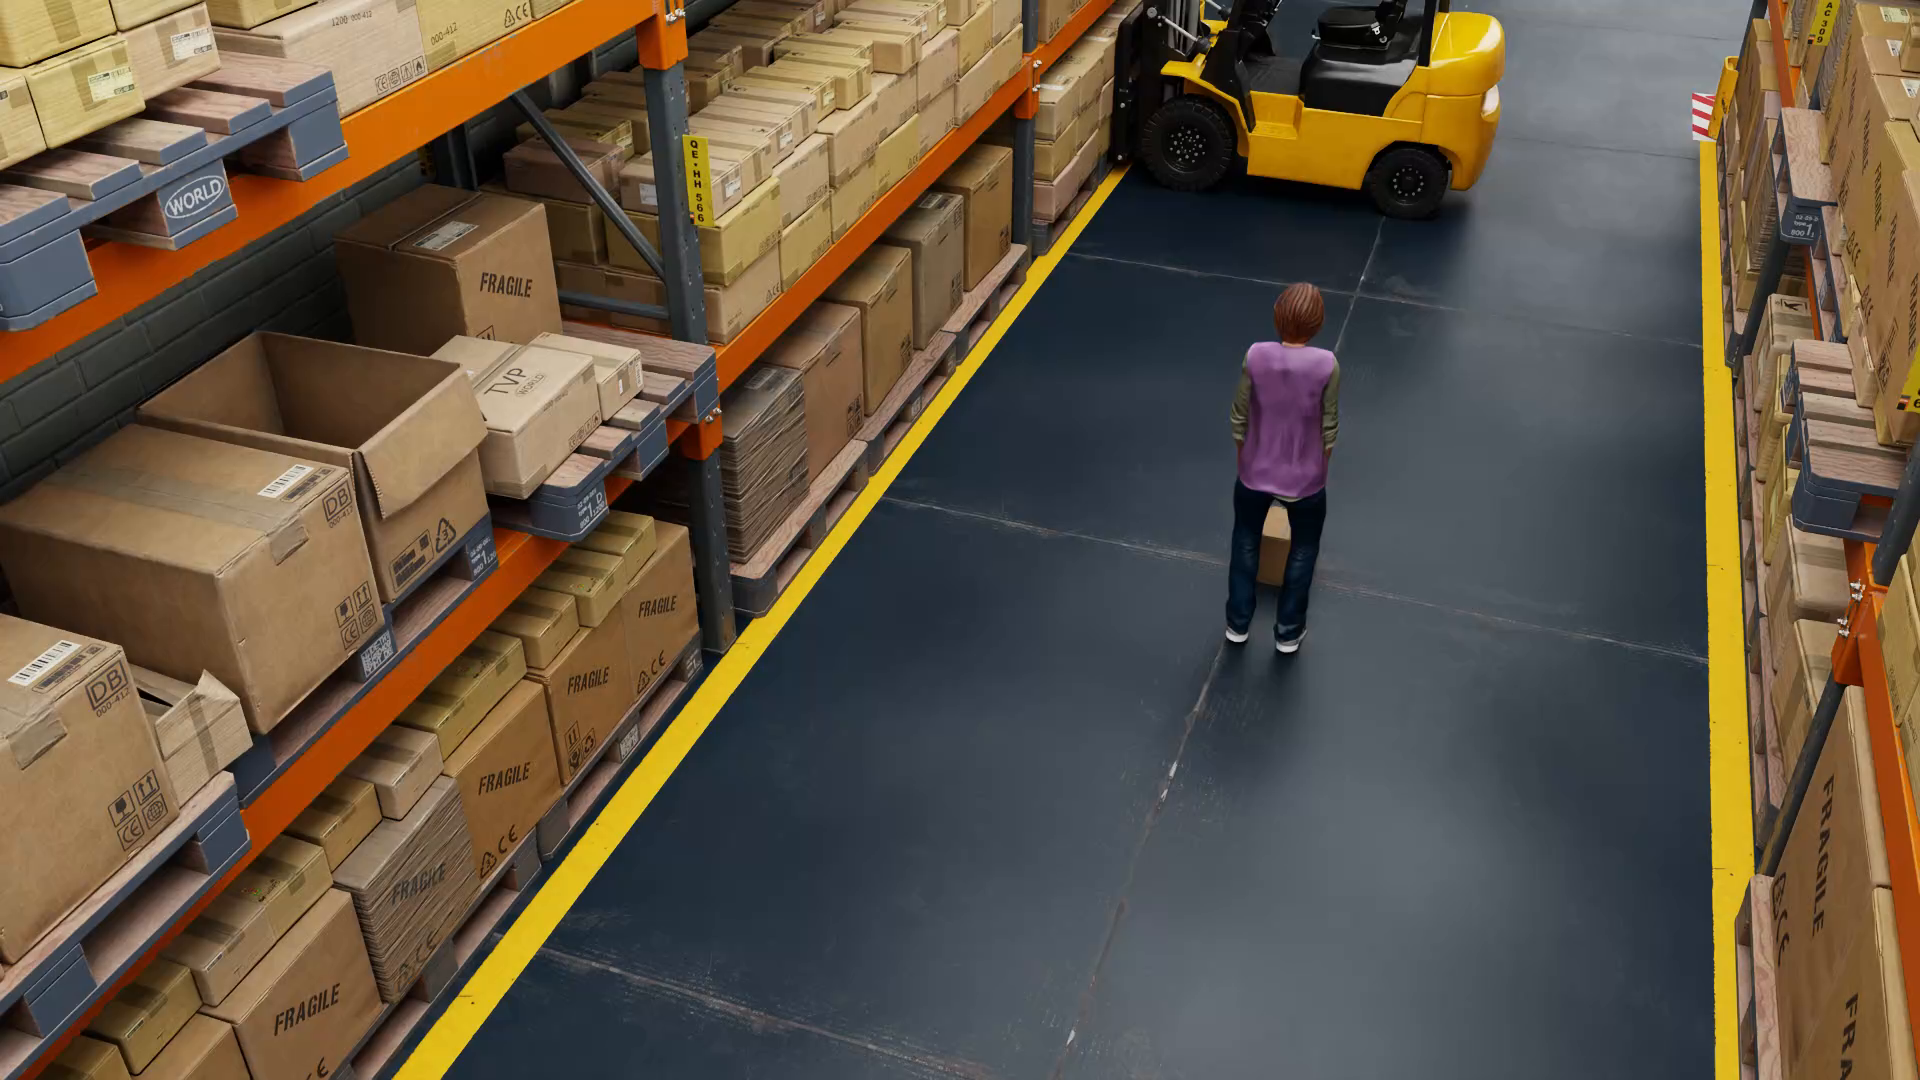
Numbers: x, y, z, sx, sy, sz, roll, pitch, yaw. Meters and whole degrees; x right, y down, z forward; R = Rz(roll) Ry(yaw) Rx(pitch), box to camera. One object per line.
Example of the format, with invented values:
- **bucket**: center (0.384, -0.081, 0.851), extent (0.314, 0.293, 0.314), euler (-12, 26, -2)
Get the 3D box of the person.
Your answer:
- **person**: center (1.254, -0.254, 6.582), extent (0.423, 1.549, 0.368), euler (12, 36, 17)
